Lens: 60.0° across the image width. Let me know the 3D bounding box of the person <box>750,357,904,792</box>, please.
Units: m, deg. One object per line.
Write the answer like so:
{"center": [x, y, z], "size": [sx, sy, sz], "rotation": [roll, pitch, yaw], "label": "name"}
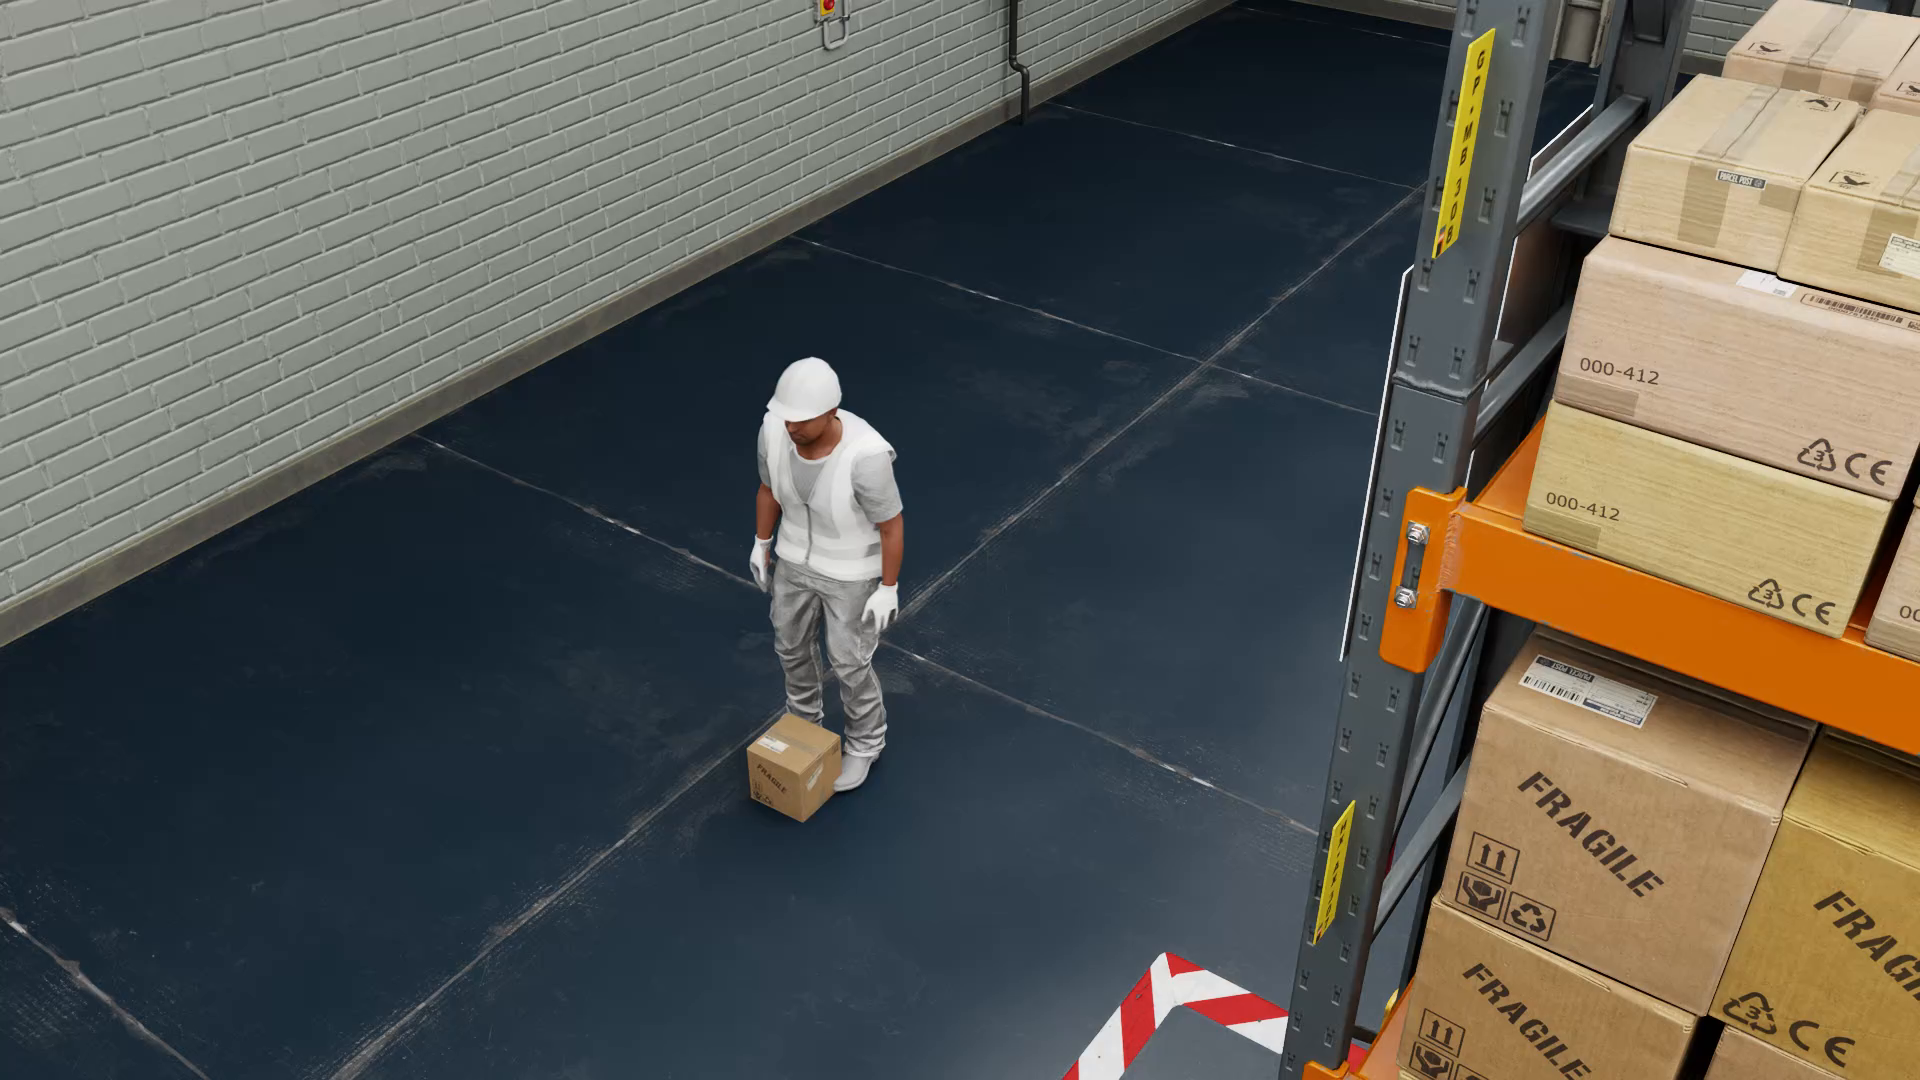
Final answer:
{"center": [-0.489, 0.111, 5.973], "size": [0.617, 1.772, 0.452], "rotation": [19, 39, 26], "label": "person"}
